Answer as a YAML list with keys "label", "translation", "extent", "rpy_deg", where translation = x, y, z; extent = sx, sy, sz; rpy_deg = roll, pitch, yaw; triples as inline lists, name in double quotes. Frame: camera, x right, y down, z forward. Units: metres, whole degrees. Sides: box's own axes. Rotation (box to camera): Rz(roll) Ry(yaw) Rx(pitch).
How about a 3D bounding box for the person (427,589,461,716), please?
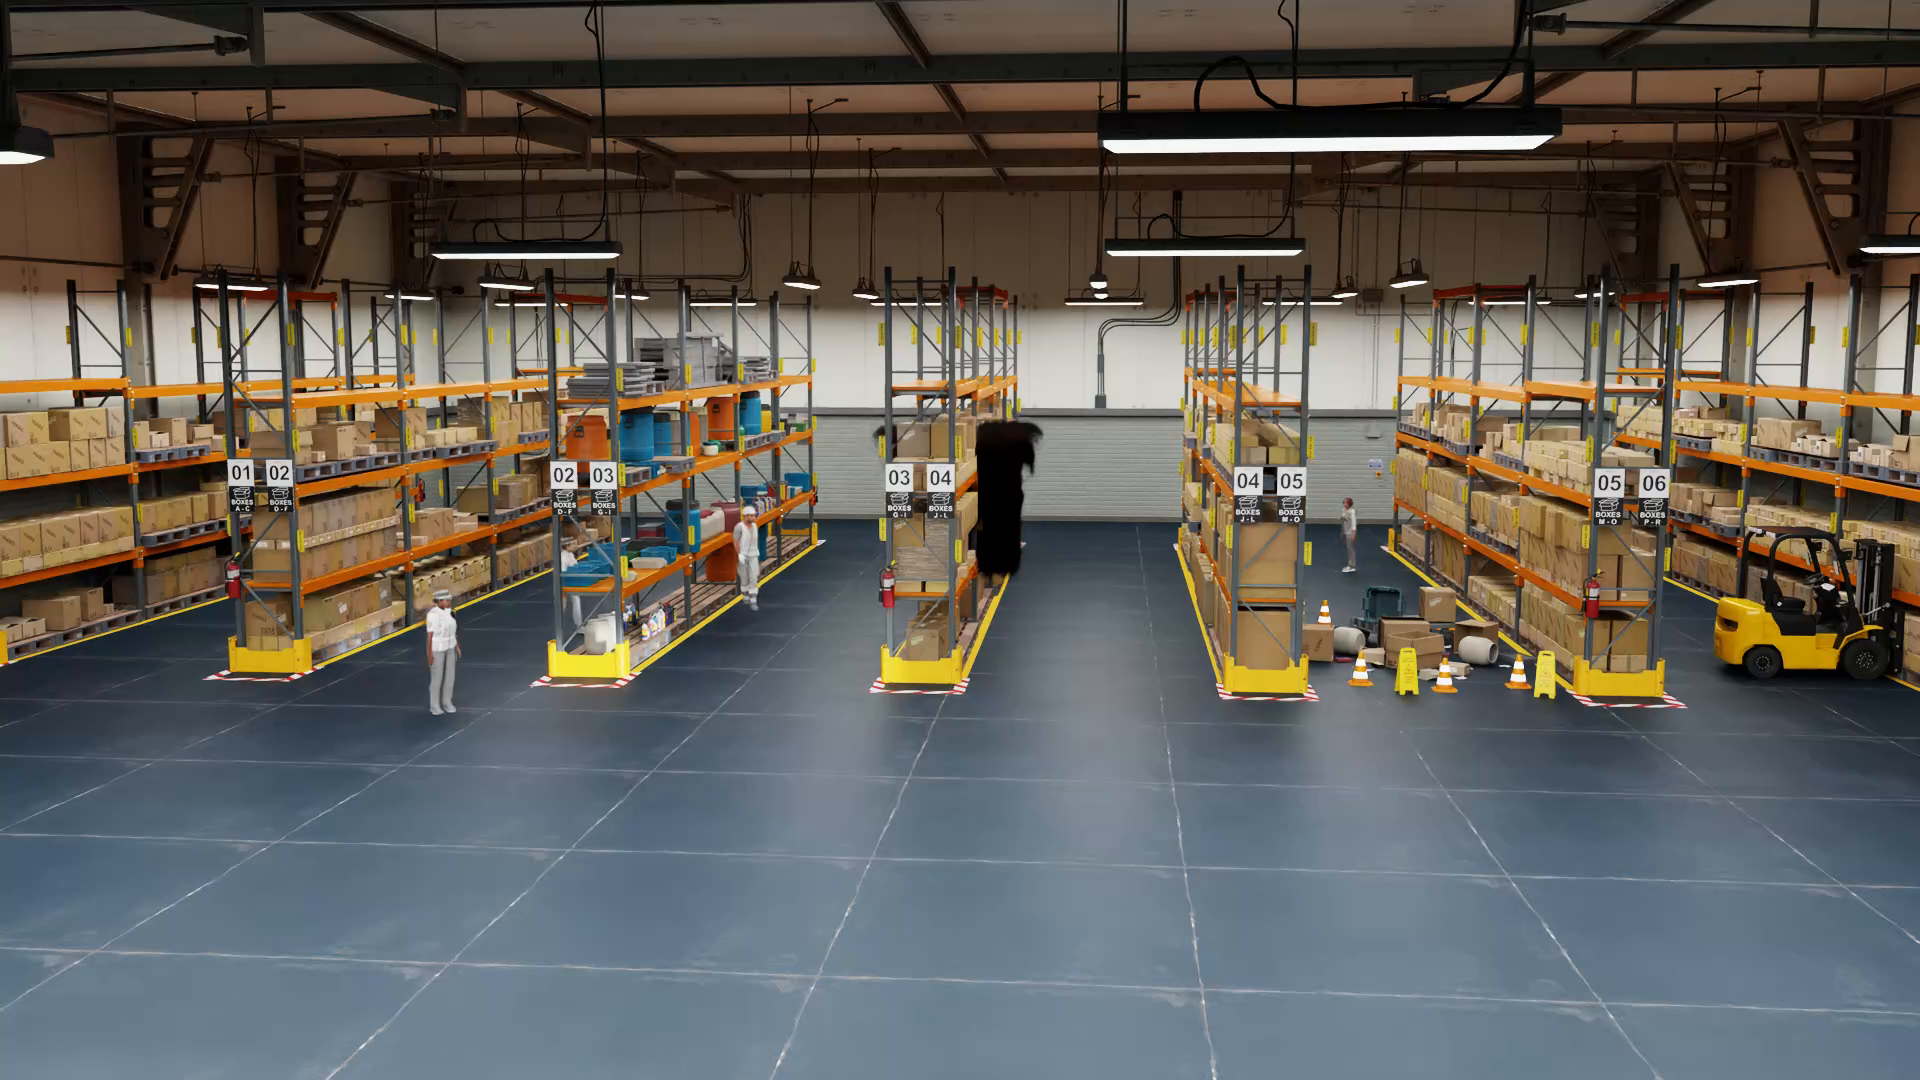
- label: "person"
  translation: [-6.917, 1.488, 22.221]
  extent: [0.364, 1.688, 0.480]
  rpy_deg: [4, 8, 27]

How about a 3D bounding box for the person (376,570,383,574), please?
- label: "person"
  translation: [-12.169, 0.071, 34.033]
  extent: [0.620, 1.621, 1.064]
  rpy_deg: [0, 7, 1]

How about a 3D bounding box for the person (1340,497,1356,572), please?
- label: "person"
  translation: [8.324, -0.122, 35.683]
  extent: [0.343, 1.602, 0.474]
  rpy_deg: [0, 7, 0]

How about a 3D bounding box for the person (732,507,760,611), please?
- label: "person"
  translation: [-3.703, 0.305, 28.806]
  extent: [0.458, 1.756, 0.889]
  rpy_deg: [-1, 7, -5]

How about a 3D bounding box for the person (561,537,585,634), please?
- label: "person"
  translation: [-6.590, 0.776, 28.073]
  extent: [0.564, 1.674, 0.500]
  rpy_deg: [5, 8, 35]
